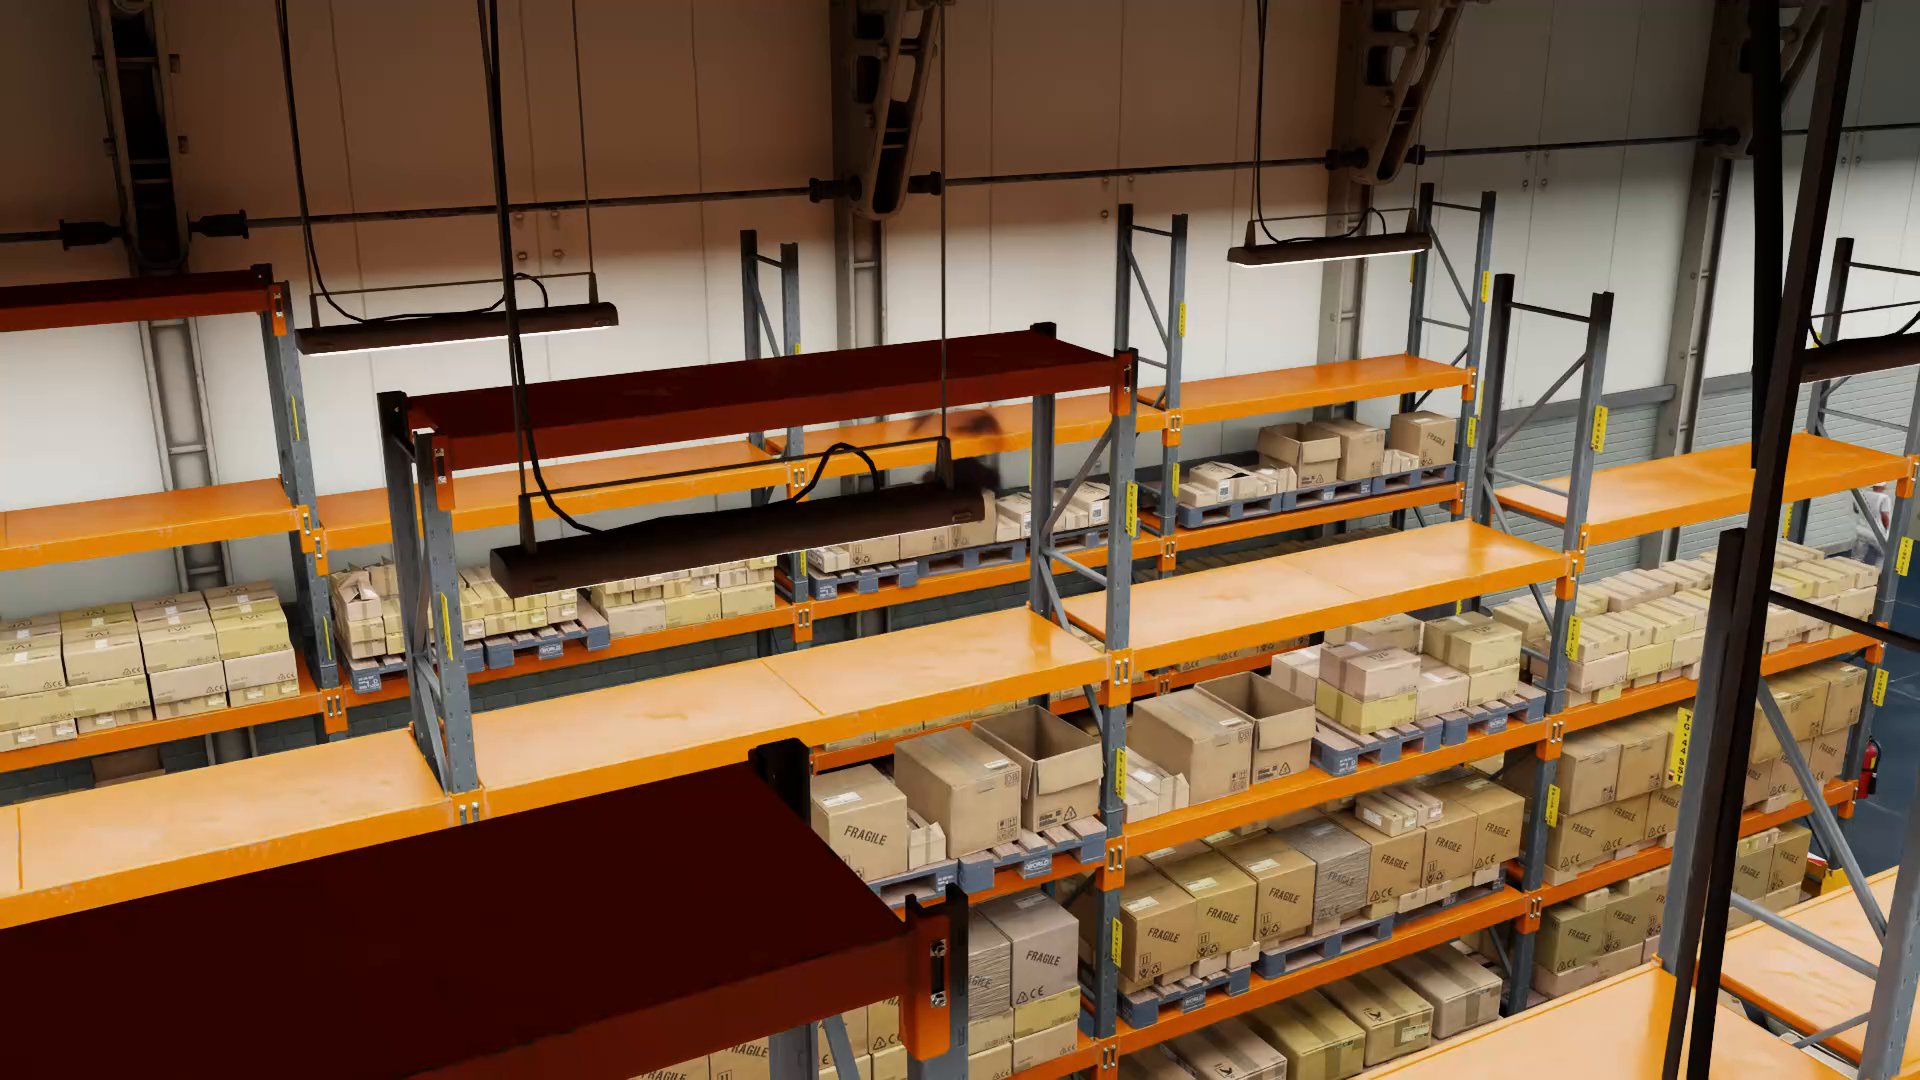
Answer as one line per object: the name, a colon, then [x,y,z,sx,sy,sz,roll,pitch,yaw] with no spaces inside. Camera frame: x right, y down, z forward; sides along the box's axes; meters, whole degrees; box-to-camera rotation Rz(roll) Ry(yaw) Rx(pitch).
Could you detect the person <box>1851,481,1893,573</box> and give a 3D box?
person: [12.508,-0.042,22.816,0.768,1.843,0.657,-12,21,-32]
